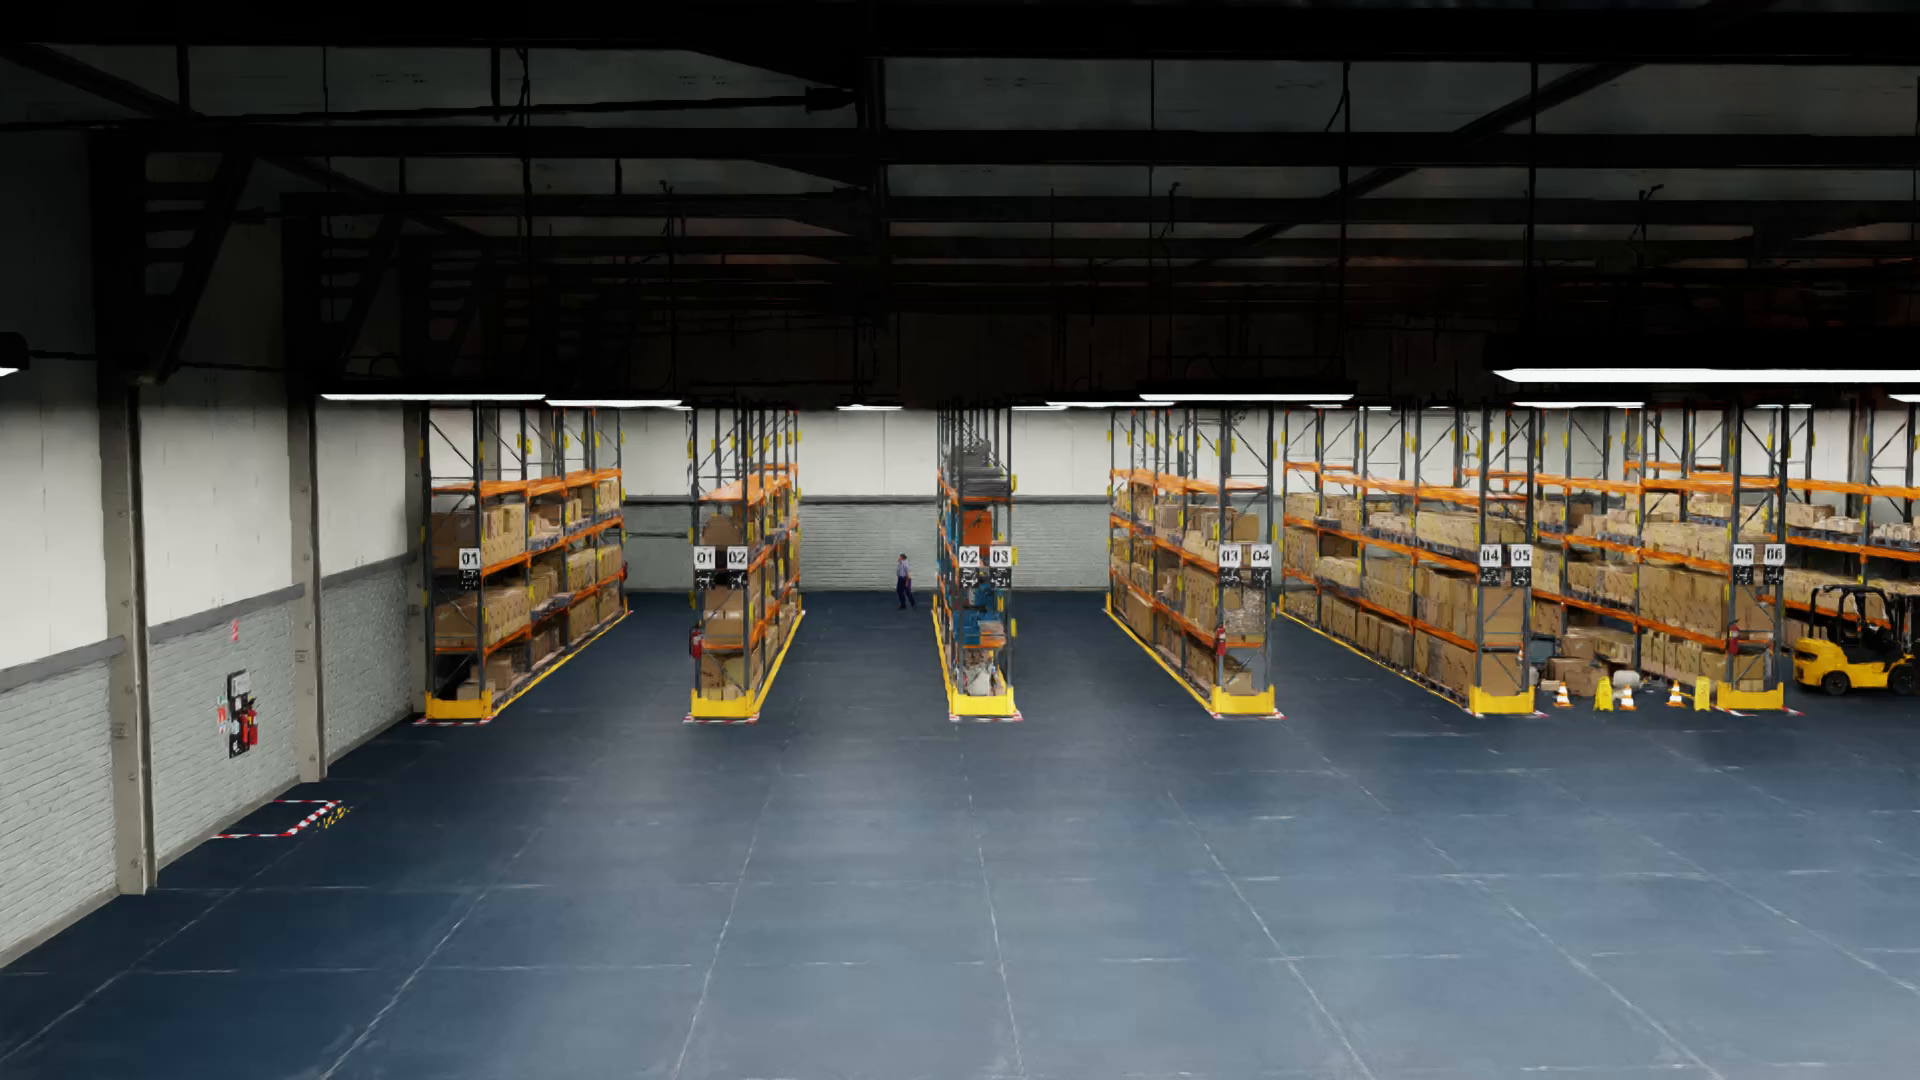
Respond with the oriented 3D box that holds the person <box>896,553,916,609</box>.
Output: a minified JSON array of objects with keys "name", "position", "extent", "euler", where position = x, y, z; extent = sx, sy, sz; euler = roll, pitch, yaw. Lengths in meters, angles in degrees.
[{"name":"person","position":[-1.555,1.186,48.308],"extent":[0.532,1.640,0.596],"euler":[-2,5,-28]}]

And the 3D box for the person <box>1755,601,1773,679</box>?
[{"name":"person","position":[17.175,2.133,35.650],"extent":[0.478,1.667,0.523],"euler":[2,5,28]}]
